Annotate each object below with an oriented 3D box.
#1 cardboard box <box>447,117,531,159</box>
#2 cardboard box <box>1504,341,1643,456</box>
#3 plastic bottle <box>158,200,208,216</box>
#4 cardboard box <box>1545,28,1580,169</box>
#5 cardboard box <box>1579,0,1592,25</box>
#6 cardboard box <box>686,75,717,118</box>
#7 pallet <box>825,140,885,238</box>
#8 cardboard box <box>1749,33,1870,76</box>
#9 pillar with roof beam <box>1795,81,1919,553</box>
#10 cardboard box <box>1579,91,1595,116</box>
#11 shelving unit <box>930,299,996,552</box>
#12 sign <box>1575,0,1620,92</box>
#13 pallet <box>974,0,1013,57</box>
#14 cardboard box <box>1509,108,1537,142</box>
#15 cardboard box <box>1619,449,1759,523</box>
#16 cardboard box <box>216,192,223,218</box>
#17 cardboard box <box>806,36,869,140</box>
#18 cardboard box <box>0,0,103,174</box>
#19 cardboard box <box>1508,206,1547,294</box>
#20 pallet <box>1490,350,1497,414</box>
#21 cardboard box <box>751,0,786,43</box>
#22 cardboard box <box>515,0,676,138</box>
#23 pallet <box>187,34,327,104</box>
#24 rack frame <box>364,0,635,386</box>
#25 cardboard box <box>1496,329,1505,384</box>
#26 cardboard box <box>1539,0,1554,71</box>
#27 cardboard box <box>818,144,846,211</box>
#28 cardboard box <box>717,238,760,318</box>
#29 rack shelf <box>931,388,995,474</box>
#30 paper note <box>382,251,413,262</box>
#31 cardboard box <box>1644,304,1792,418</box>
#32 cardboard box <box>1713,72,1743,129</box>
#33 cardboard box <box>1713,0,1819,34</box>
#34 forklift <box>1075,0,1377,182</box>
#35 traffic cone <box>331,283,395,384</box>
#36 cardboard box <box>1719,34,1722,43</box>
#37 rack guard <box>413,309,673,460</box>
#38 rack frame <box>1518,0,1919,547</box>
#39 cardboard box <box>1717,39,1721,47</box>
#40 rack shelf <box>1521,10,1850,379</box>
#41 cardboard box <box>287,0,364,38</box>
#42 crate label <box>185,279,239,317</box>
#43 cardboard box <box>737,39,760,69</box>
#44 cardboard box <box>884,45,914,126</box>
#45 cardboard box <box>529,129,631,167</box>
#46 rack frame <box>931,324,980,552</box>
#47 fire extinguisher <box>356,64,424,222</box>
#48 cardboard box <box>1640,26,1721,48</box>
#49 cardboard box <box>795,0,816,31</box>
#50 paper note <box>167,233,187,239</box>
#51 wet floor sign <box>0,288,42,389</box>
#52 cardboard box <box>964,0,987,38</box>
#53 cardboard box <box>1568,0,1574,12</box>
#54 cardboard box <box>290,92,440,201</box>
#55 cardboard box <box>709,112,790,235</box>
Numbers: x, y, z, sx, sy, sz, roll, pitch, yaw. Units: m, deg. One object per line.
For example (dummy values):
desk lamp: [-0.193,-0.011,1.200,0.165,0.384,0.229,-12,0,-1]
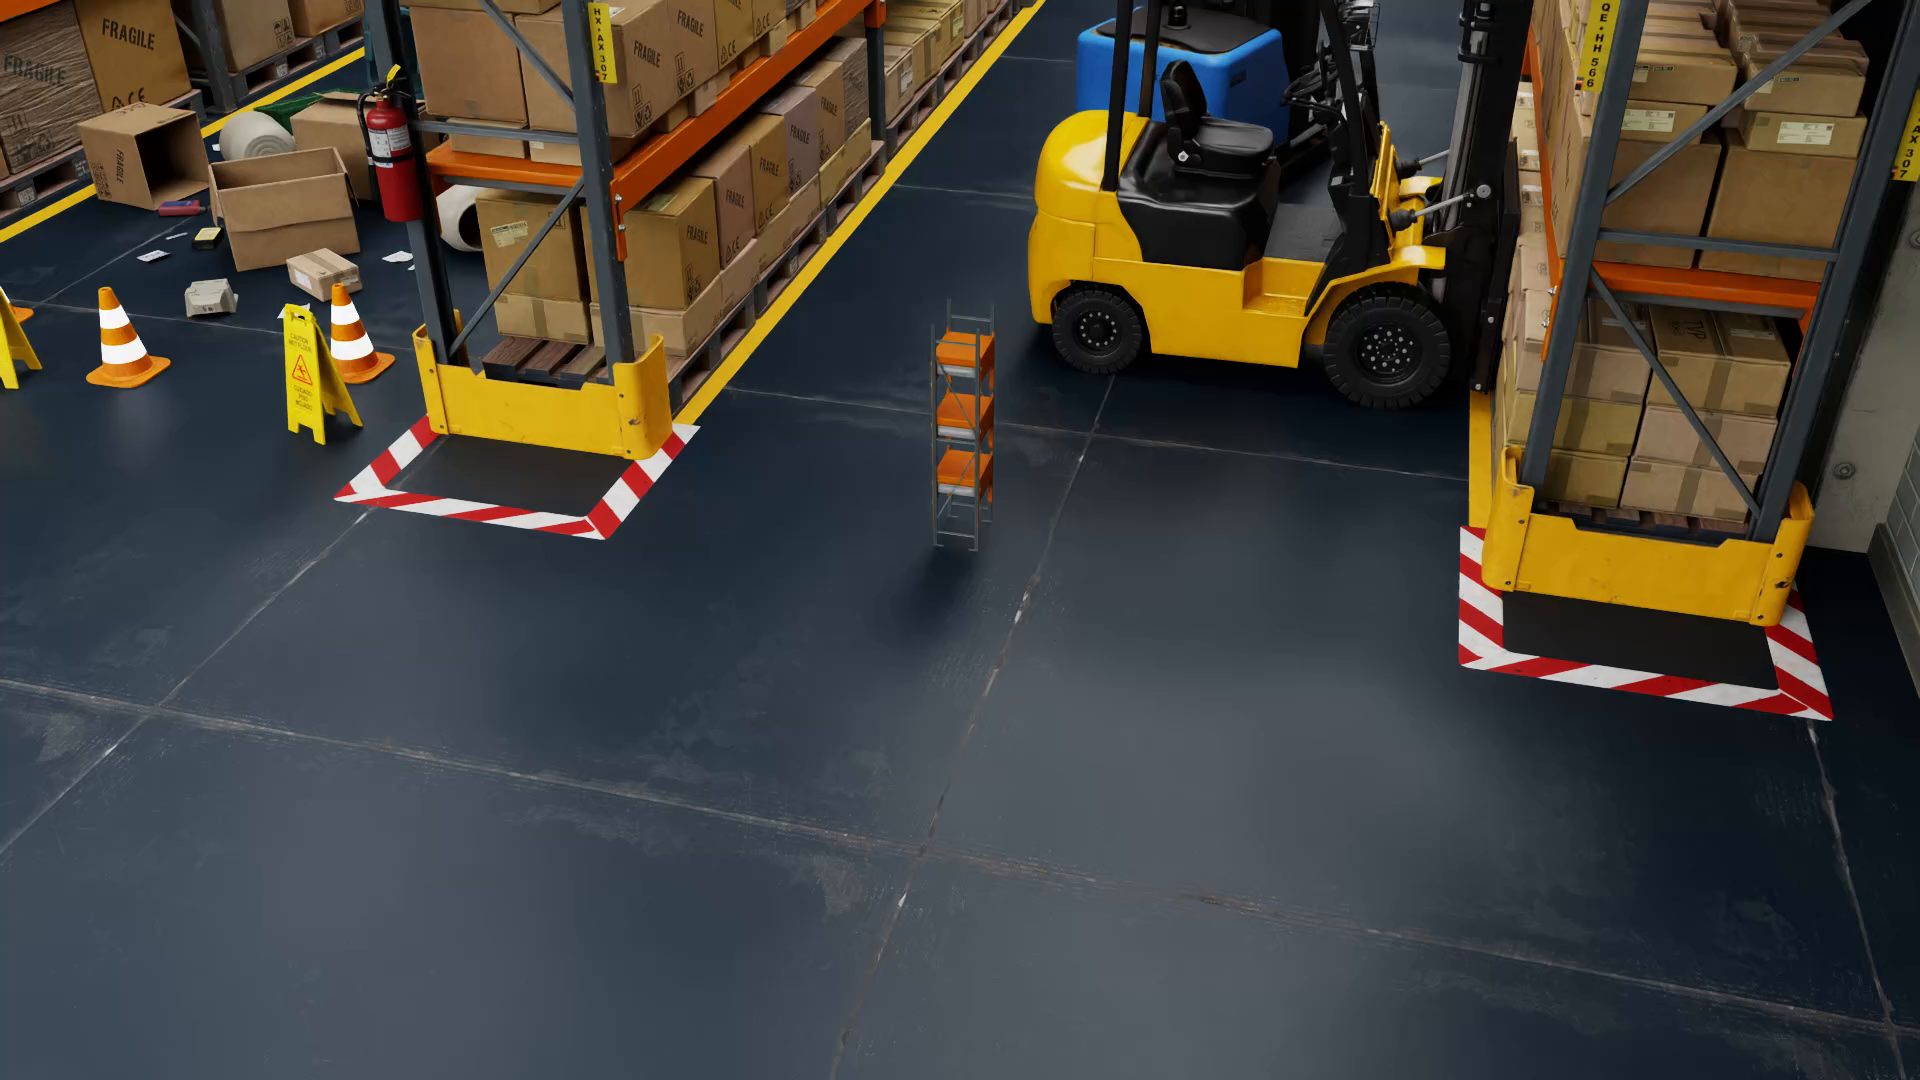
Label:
cardboard box: [-2.120,-1.881,7.647,0.380,0.149,0.250,9,34,14]
cardboard box: [2.615,-0.613,7.124,0.500,0.250,0.500,8,33,12]
plastic bottle: [-4.887,-2.093,10.486,0.283,0.061,0.133,-3,33,-4]
cardboard box: [2.935,-1.958,7.440,0.500,0.500,0.500,7,33,11]
cardboard box: [2.848,-2.287,7.077,0.380,0.149,0.250,9,33,14]
cardboard box: [-1.417,-2.191,8.135,0.380,0.149,0.250,9,33,13]
pallet: [-1.129,-2.310,10.686,1.003,0.211,1.213,8,33,12]
cardboard box: [3.214,-1.806,6.320,0.380,0.149,0.250,9,34,14]
pillar with roof beam: [-0.321,-4.447,5.857,9.100,9.000,0.400,8,33,12]
cardboard box: [2.647,-1.761,6.526,0.380,0.149,0.250,9,33,13]
shelving unit: [0.014,-0.471,7.012,0.215,1.050,0.252,8,33,12]
sign: [2.273,-1.760,5.922,0.100,0.325,0.005,8,33,12]
pallet: [-0.178,-4.333,13.870,1.003,0.211,1.213,8,33,12]
cardboard box: [3.243,-2.132,9.048,0.500,0.250,0.500,8,33,12]
cardboard box: [3.108,-0.335,7.153,0.500,0.250,0.500,8,33,13]
cardboard box: [-4.461,-2.165,10.408,0.396,0.266,0.258,14,35,21]
cardboard box: [-0.883,-2.830,10.378,0.500,0.500,0.500,8,33,12]
cardboard box: [-6.259,-2.957,10.694,0.875,0.875,0.875,8,33,13]
cardboard box: [2.852,-1.339,7.801,0.500,0.250,0.500,8,33,13]
pallet: [3.259,-0.947,8.543,1.003,0.211,1.213,8,33,12]
cardboard box: [-1.242,-2.939,8.706,0.500,0.500,0.500,7,33,11]
cardboard box: [-1.620,-2.140,7.450,0.500,0.500,0.500,8,33,12]
pallet: [-5.684,-3.695,12.866,1.003,0.211,1.213,8,33,12]
rack frame: [-2.008,-1.764,7.229,1.000,3.000,0.127,8,33,12]
cardboard box: [2.879,-0.909,8.056,0.500,0.250,0.500,8,33,13]
cardboard box: [3.328,-2.741,8.672,0.500,0.500,0.500,9,33,13]
cardboard box: [-1.008,-2.236,10.142,0.500,0.250,0.500,7,33,11]
cardboard box: [-1.399,-1.426,8.868,0.500,0.250,0.500,9,34,14]
rack shelf: [0.014,-0.462,7.018,0.215,0.259,0.240,8,33,12]
paper note: [-3.333,-1.688,9.888,0.148,0.019,0.142,20,38,29]
cardboard box: [3.099,-0.753,6.878,0.500,0.250,0.500,8,33,12]
cardboard box: [3.132,-1.684,6.405,0.380,0.149,0.250,8,33,12]
cardboard box: [3.358,-2.214,6.961,0.380,0.149,0.250,9,34,14]
forklift: [1.944,-3.916,10.678,1.130,2.935,3.031,20,38,28]
traffic cone: [-3.147,-1.092,8.537,0.336,0.463,0.334,8,33,12]
cardboard box: [3.526,-2.204,7.224,0.380,0.149,0.250,9,34,14]
rack guard: [-1.989,-0.749,7.962,1.175,0.500,0.348,8,33,12]
rack frame: [2.794,-1.090,6.169,1.000,3.000,0.127,8,33,12]
cardboard box: [3.423,-1.887,7.329,0.500,0.500,0.500,8,33,12]
rack shelf: [3.302,-1.825,7.995,1.077,0.370,4.000,8,33,12]
cardboard box: [-5.488,-4.524,13.275,1.050,0.750,0.750,8,33,12]
crate label: [-4.167,-1.346,9.239,0.250,0.136,0.298,-8,33,-13]
cardboard box: [-1.279,-2.608,8.791,0.380,0.149,0.250,7,33,11]
cardboard box: [-0.862,-3.181,11.515,0.950,0.372,0.625,8,33,13]
cardboard box: [-1.722,-1.806,7.529,0.380,0.149,0.250,8,33,13]
rack frame: [-0.017,-0.408,6.912,0.200,1.050,0.008,8,33,12]
fire extinguisher: [-2.483,-1.735,7.255,0.296,0.674,0.183,8,33,12]
cardboard box: [2.714,-1.879,6.434,0.380,0.149,0.250,8,33,12]
cardboard box: [-1.034,-2.998,9.404,0.380,0.149,0.250,8,33,12]
paper note: [-4.787,-1.859,10.165,0.032,0.001,0.123,28,42,36]
wet floor sign: [-4.914,-1.107,8.391,0.267,0.644,0.232,3,33,4]
cardboard box: [-0.310,-4.308,13.288,0.950,0.372,0.625,7,33,11]
cardboard box: [3.062,-2.553,7.772,0.380,0.149,0.250,7,33,11]
cardboard box: [-3.782,-2.510,10.603,0.797,0.637,0.503,8,33,12]
cardboard box: [-1.267,-2.022,9.107,0.500,0.500,0.500,9,33,13]
